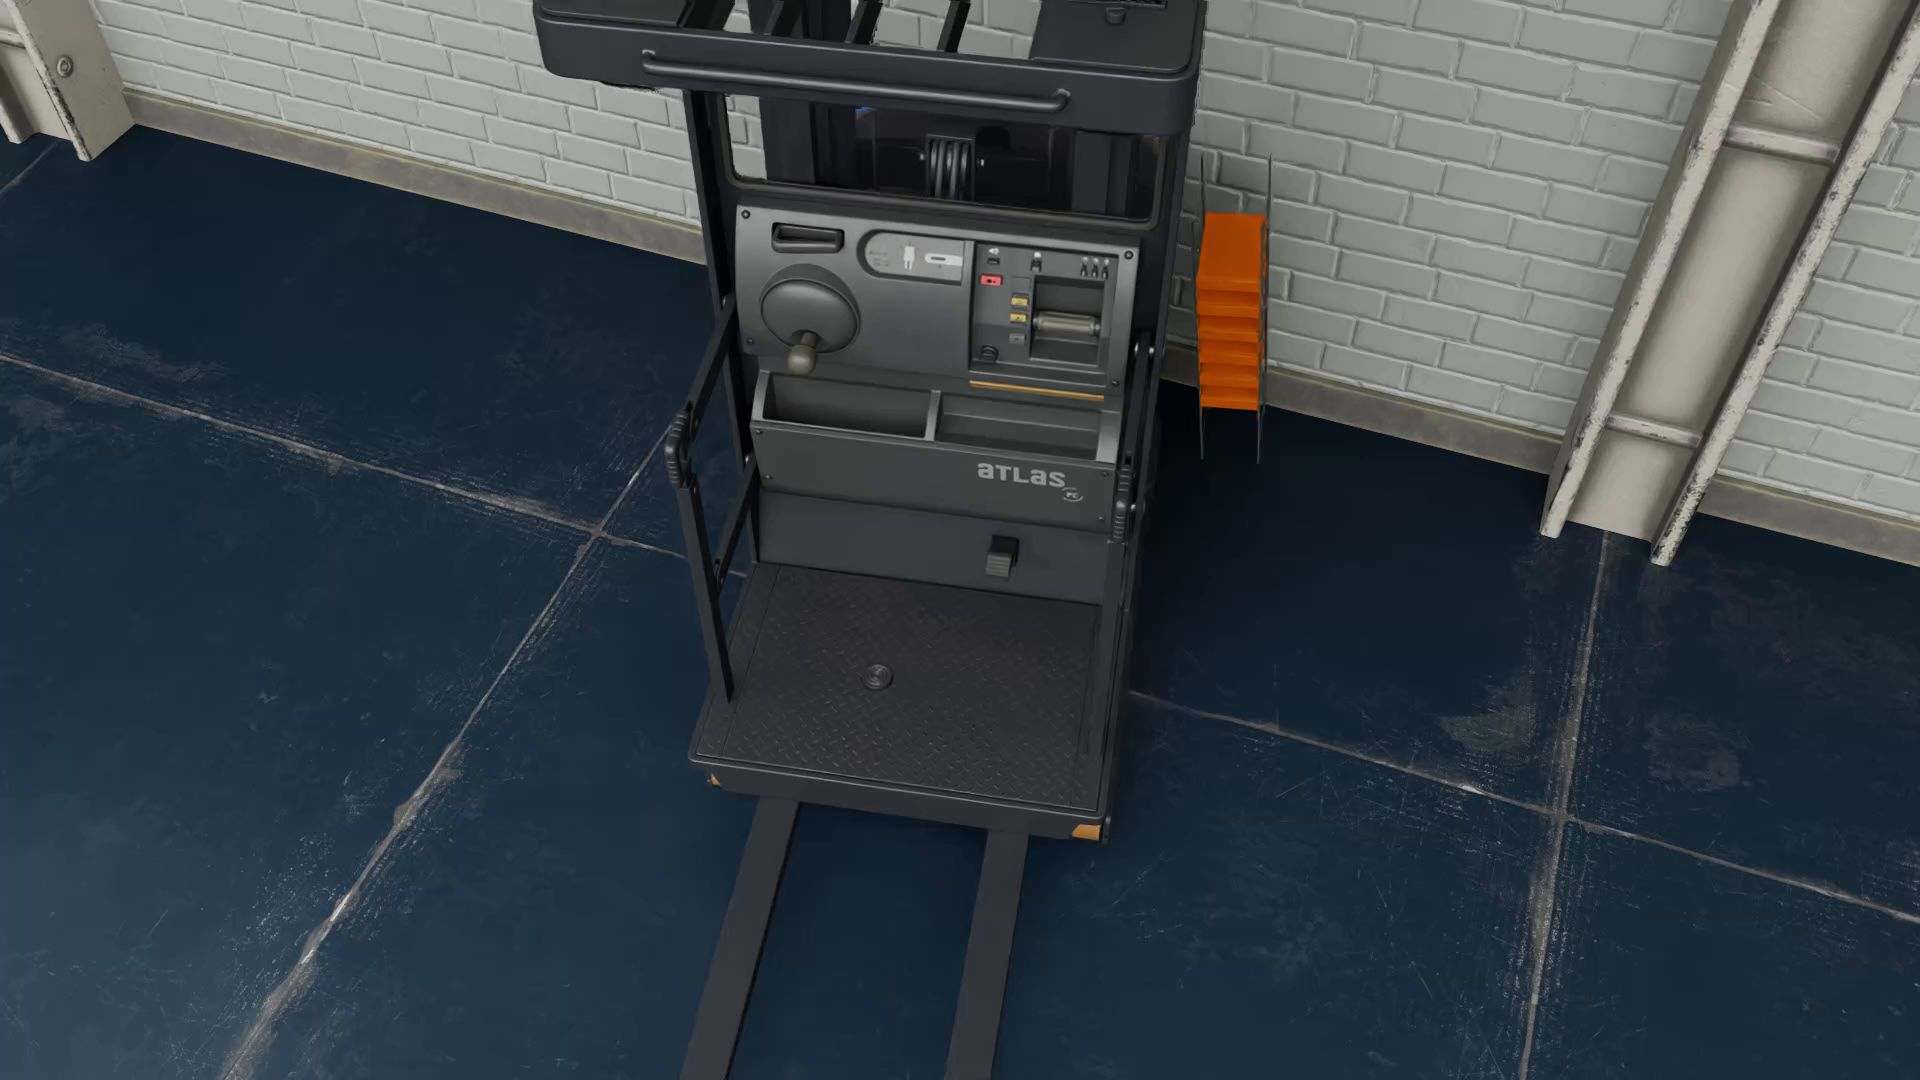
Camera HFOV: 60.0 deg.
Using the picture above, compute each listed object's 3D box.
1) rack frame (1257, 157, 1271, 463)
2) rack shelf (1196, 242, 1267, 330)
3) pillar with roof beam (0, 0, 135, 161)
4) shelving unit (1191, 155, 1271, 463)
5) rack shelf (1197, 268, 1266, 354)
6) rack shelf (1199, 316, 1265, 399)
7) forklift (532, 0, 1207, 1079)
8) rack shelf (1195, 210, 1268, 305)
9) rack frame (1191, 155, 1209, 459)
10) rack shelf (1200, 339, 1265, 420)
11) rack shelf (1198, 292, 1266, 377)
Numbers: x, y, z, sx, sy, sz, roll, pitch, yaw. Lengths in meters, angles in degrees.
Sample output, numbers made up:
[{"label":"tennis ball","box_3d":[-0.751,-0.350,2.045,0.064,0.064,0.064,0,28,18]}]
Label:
[{"label":"rack frame","box_3d":[0.908,-0.644,4.971,0.006,1.200,0.240,5,62,12]},{"label":"rack shelf","box_3d":[0.790,-0.746,4.822,0.180,0.103,0.258,5,62,12]},{"label":"pillar with roof beam","box_3d":[-5.046,-1.544,0.633,0.400,9.000,9.100,16,51,13]},{"label":"shelving unit","box_3d":[0.819,-0.652,4.991,0.189,1.200,0.258,5,62,12]},{"label":"rack shelf","box_3d":[0.808,-0.688,4.925,0.180,0.103,0.258,5,62,12]},{"label":"rack shelf","box_3d":[0.843,-0.573,5.133,0.180,0.103,0.258,5,62,12]},{"label":"forklift","box_3d":[-0.094,-0.447,3.698,1.130,2.935,3.031,7,49,6]},{"label":"rack shelf","box_3d":[0.772,-0.804,4.718,0.180,0.103,0.258,5,62,12]},{"label":"rack frame","box_3d":[0.730,-0.660,5.010,0.006,1.200,0.240,5,62,12]},{"label":"rack shelf","box_3d":[0.860,-0.515,5.236,0.180,0.103,0.258,5,62,12]},{"label":"rack shelf","box_3d":[0.825,-0.630,5.029,0.180,0.103,0.258,5,62,12]}]
